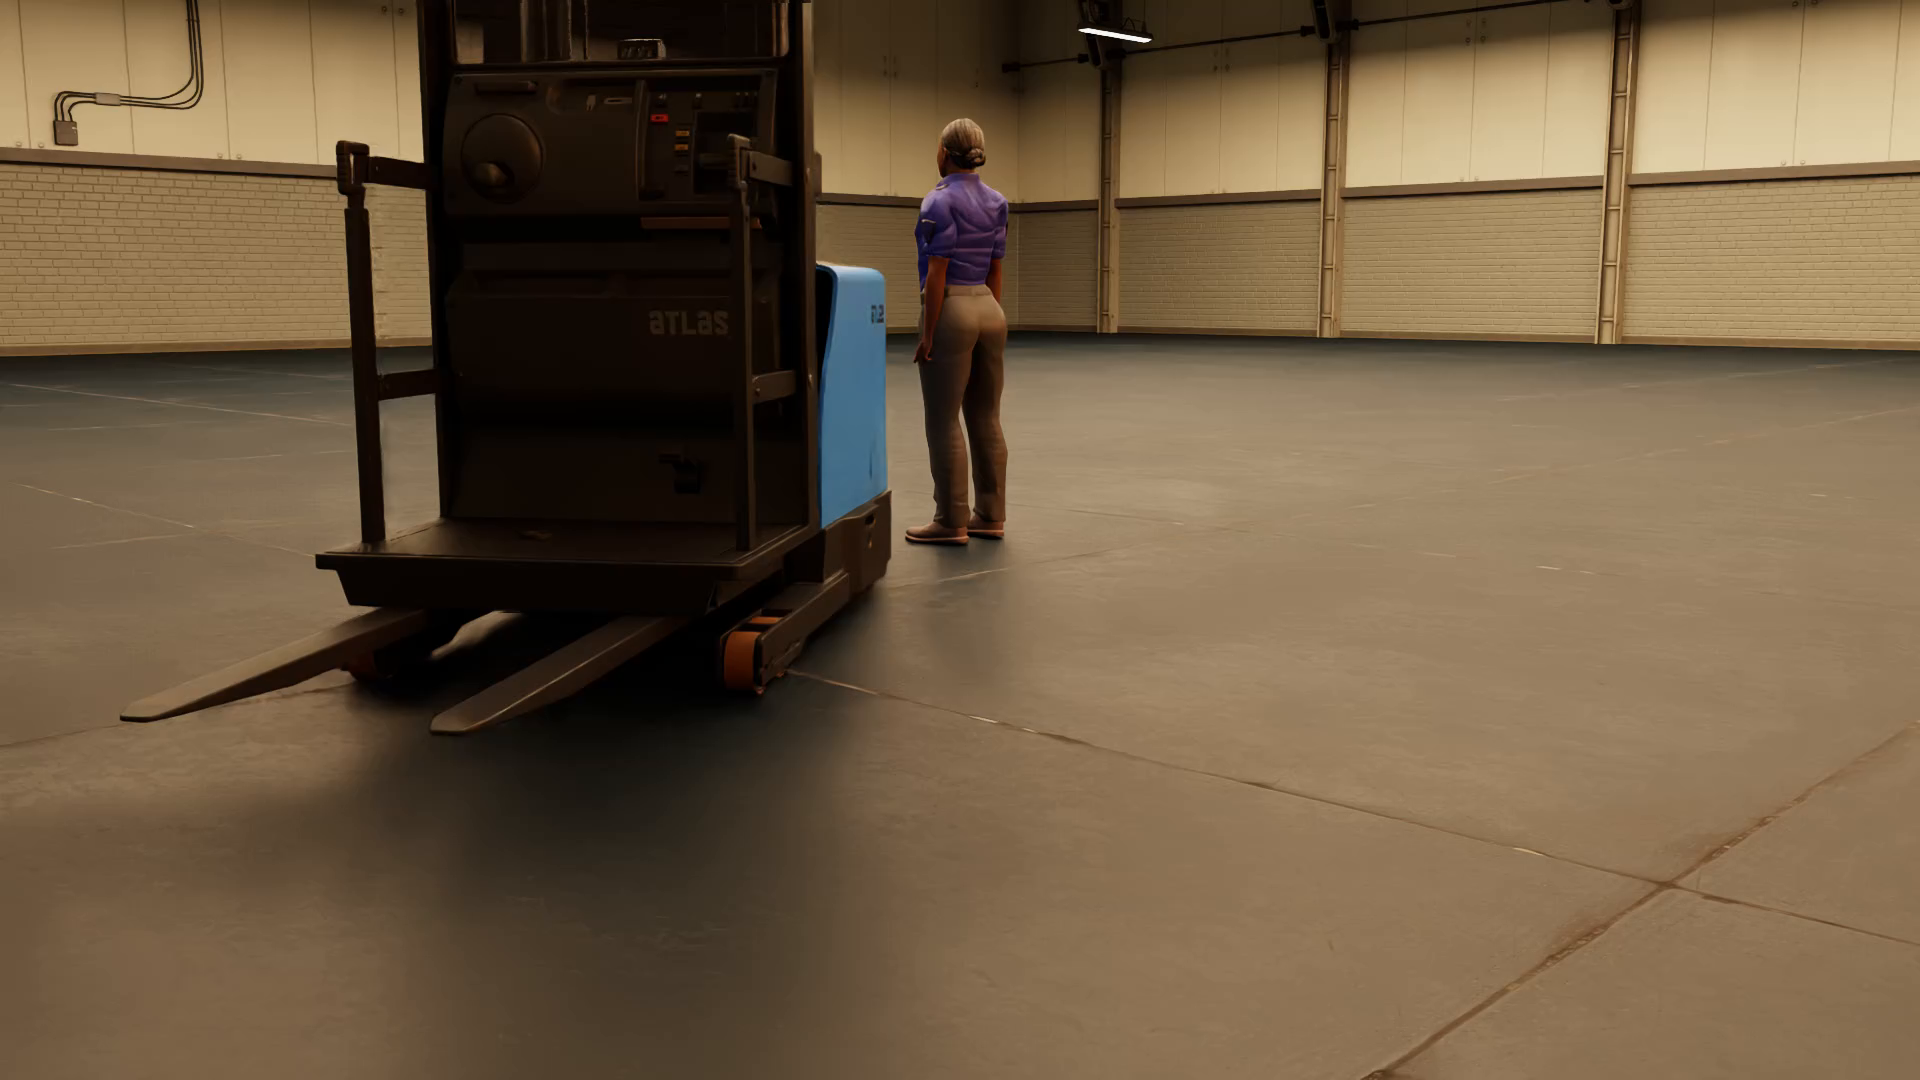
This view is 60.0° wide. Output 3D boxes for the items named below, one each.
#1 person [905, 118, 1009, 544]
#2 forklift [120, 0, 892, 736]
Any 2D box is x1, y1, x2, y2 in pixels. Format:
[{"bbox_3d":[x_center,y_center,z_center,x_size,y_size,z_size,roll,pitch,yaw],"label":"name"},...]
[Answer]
[{"bbox_3d":[-0.008,-0.819,6.609,0.335,1.660,0.451,8,12,43],"label":"person"},{"bbox_3d":[-0.979,-1.117,4.295,1.130,2.935,3.031,1,9,9],"label":"forklift"}]
